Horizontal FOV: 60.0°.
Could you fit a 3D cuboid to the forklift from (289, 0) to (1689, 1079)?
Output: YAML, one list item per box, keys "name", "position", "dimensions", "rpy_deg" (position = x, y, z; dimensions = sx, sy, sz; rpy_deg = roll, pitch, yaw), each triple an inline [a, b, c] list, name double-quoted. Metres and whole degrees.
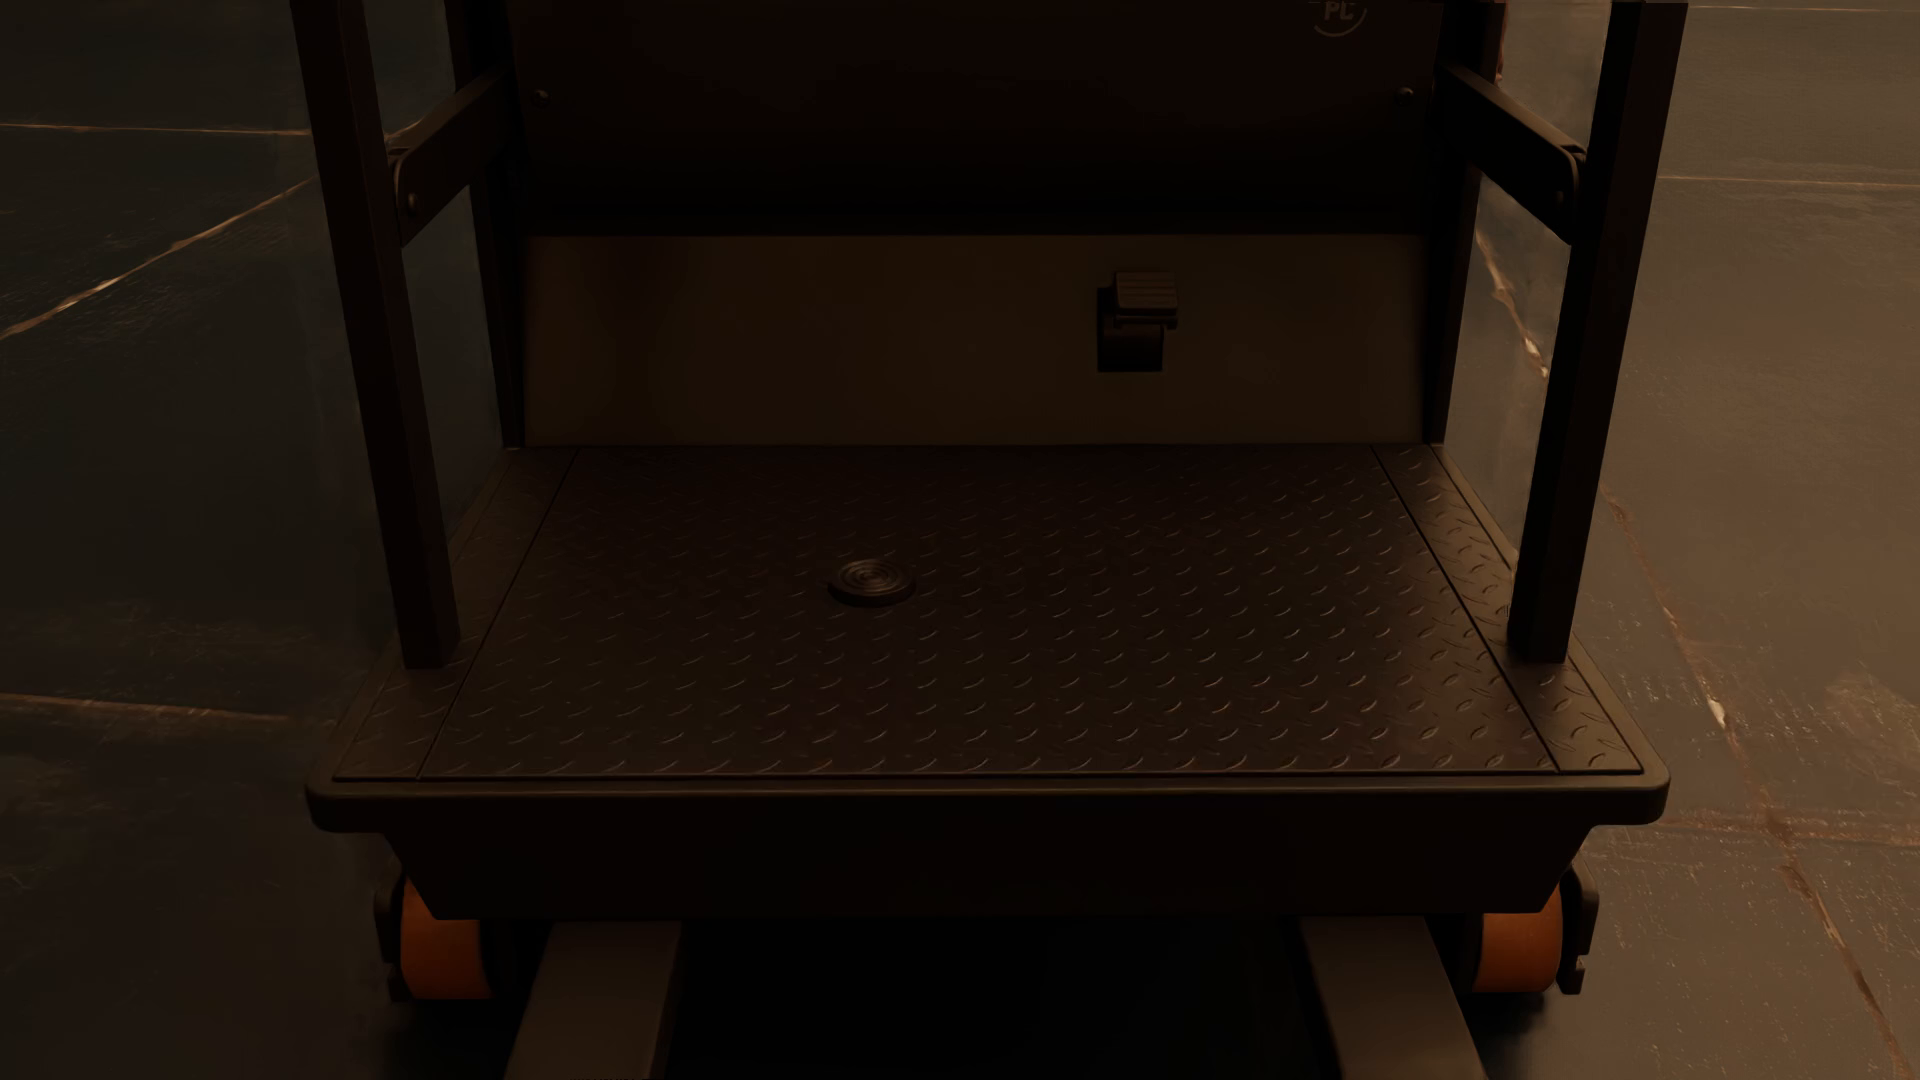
- name: "forklift"
  position: [0.019, -1.007, 1.236]
  dimensions: [1.130, 2.935, 3.031]
  rpy_deg: [0, 27, -1]

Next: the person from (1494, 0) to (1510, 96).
- name: "person"
  position: [1.418, -2.033, 4.769]
  dimensions: [0.583, 1.618, 0.433]
  rpy_deg: [12, 29, 23]
